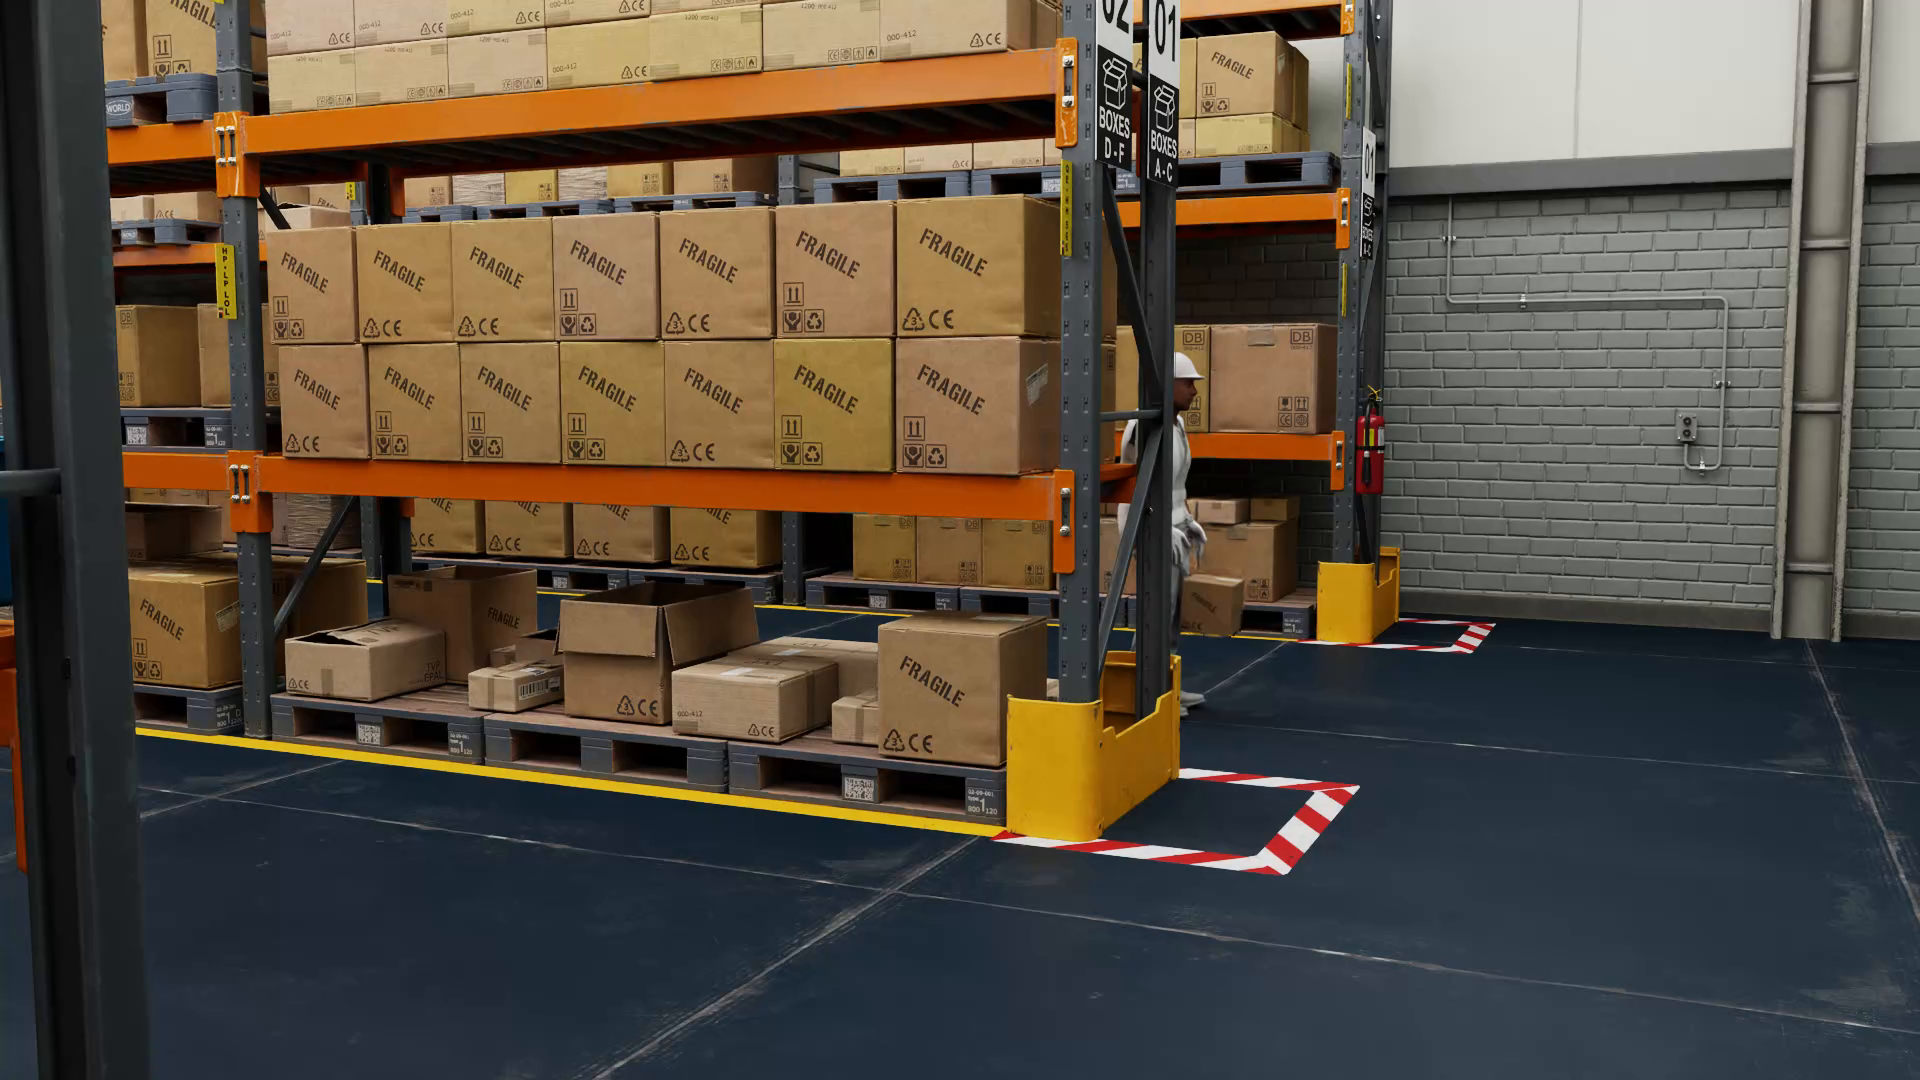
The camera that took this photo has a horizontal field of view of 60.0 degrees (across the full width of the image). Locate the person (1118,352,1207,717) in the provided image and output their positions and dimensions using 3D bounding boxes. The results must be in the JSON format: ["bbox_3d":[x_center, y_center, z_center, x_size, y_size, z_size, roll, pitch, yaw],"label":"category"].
[{"bbox_3d":[1.002,-0.035,8.247,0.411,1.781,0.575,2,6,22],"label":"person"}]
